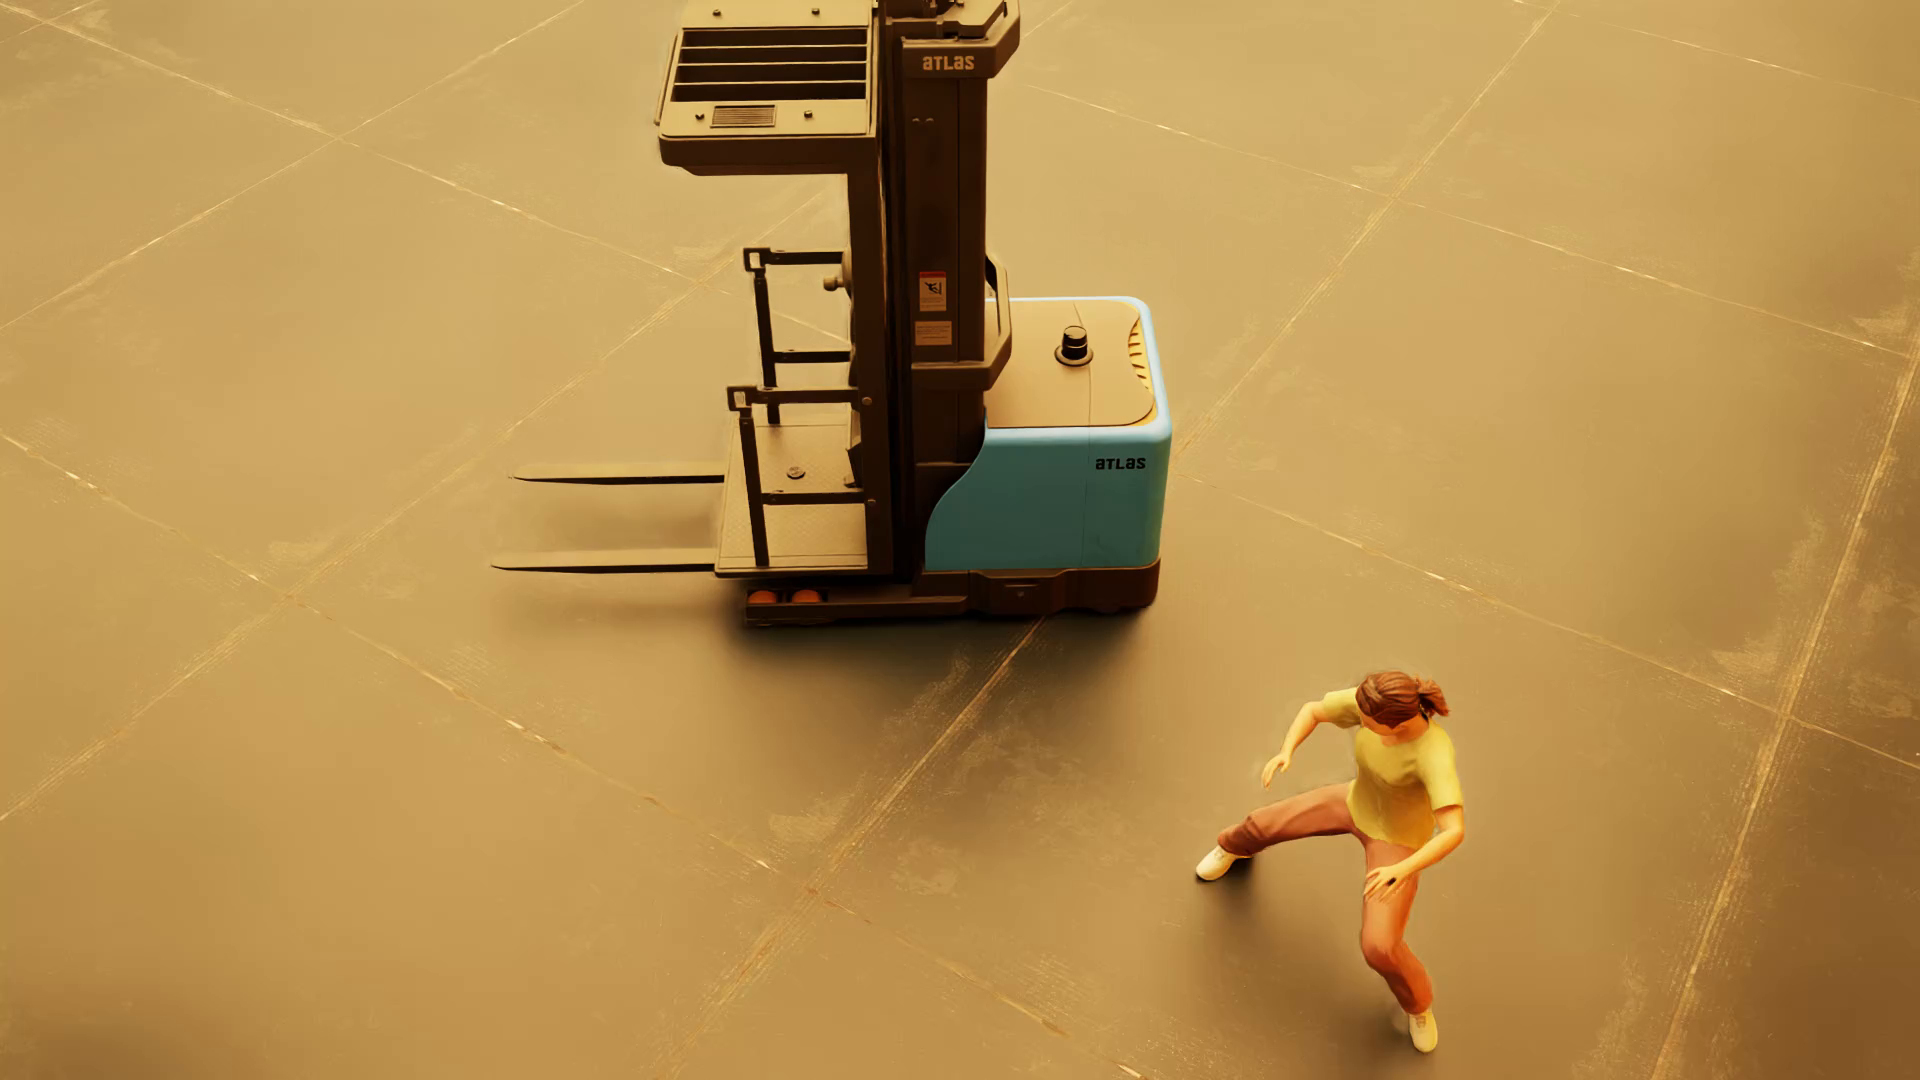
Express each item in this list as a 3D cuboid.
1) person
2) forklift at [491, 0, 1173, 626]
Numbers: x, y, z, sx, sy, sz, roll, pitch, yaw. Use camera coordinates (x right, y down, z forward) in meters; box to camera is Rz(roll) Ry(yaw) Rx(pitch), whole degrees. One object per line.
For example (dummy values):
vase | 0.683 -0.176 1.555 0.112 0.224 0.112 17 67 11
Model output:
person | 1.386 1.020 5.850 0.620 1.448 1.121 -16 46 -16
forklift | -0.622 -1.044 6.949 3.031 2.935 1.130 -1 43 -1
